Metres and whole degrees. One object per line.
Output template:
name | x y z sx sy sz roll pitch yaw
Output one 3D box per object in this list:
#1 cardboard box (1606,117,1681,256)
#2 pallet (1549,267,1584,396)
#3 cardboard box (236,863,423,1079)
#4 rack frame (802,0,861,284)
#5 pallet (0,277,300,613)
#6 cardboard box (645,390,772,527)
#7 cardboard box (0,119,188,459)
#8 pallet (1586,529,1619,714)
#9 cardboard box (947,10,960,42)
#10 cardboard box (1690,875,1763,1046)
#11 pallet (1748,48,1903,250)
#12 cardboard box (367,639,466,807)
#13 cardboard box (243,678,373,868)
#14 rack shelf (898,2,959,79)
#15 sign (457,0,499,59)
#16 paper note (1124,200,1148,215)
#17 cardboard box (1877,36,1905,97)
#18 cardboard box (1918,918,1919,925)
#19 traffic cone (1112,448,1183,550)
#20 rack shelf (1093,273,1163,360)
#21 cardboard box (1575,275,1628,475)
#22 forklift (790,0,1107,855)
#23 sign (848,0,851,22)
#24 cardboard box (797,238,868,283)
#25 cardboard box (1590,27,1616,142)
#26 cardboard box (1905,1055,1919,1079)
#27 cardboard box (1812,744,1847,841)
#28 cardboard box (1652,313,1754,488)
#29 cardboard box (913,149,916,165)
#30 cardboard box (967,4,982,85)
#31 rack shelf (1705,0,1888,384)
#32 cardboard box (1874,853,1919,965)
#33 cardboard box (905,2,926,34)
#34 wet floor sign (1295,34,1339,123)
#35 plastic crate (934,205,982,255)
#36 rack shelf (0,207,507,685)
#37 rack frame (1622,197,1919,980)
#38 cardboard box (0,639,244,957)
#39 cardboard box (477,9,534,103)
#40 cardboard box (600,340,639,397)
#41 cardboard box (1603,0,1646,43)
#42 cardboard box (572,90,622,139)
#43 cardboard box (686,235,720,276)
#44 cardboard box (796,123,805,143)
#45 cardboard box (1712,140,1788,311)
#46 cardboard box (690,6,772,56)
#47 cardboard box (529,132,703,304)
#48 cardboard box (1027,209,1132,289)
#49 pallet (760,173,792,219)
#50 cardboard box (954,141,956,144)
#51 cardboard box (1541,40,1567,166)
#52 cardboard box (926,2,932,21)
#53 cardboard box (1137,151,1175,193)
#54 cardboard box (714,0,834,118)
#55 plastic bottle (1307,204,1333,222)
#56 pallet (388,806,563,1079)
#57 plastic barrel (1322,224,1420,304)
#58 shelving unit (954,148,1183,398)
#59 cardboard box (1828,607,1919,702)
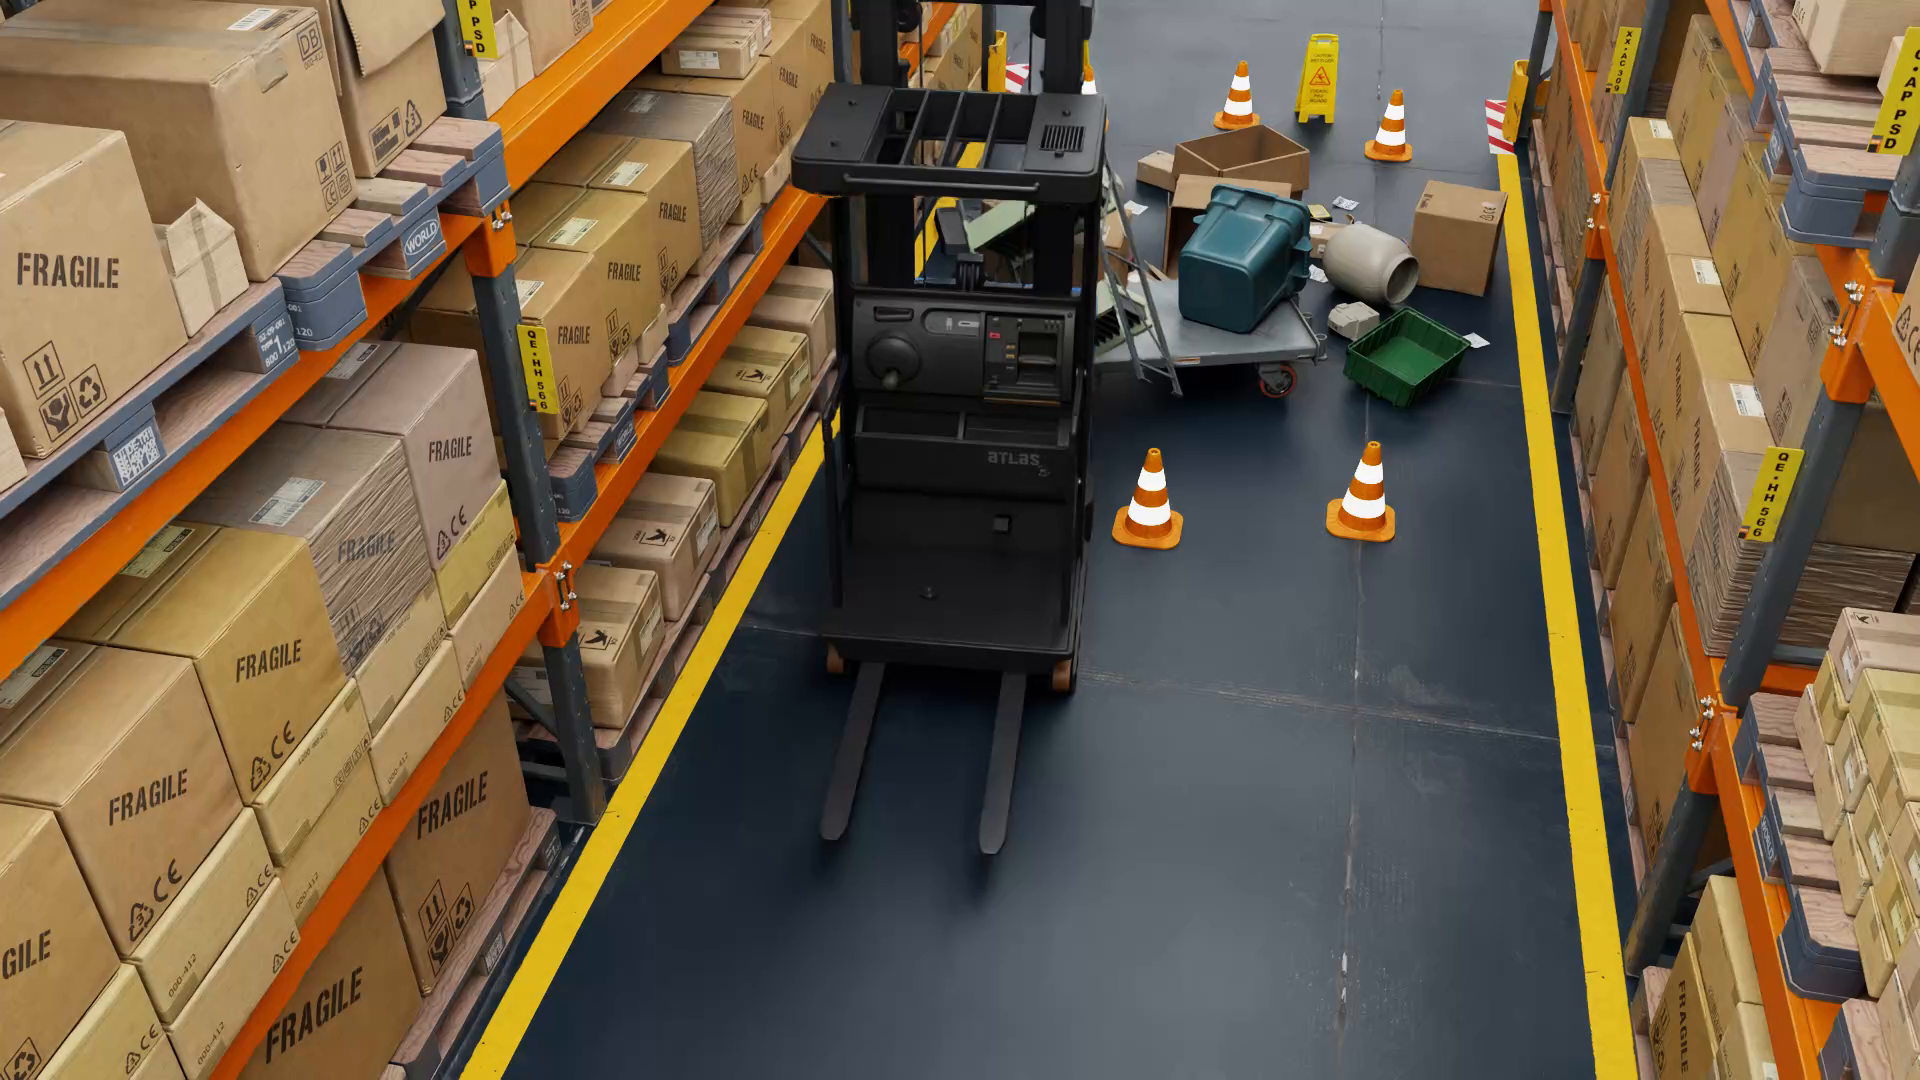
cardboard box | 3.404 -1.661 7.901 0.500 0.500 0.500 8 37 10
pallet | 4.018 -1.185 9.706 1.003 0.211 1.213 7 37 10
cardboard box | -2.355 1.429 5.175 0.875 0.875 0.875 8 37 11
rack frame | -1.078 -2.451 9.076 1.000 3.000 0.127 7 37 10
pallet | -2.254 -0.278 3.683 1.003 0.211 1.213 9 37 12
cardboard box | -1.484 -0.444 8.189 0.950 0.372 0.625 8 37 12
cardboard box | -2.025 -0.536 3.434 0.500 0.500 0.500 8 37 10
pallet | 3.430 0.394 7.526 1.003 0.211 1.213 7 37 10
cardboard box | -0.209 -3.513 11.334 0.380 0.149 0.250 8 37 11
cardboard box | 2.541 1.308 5.022 0.500 0.250 0.500 6 36 8
pallet | 3.011 -1.109 4.829 1.213 0.211 1.003 9 37 12
cardboard box | -1.880 0.520 5.104 0.500 0.250 0.500 8 37 11
cardboard box | -1.983 0.601 4.567 0.500 0.250 0.500 6 36 9
rack shelf | -0.651 -3.306 10.869 1.077 0.370 4.000 7 37 10
sign | -1.392 -1.539 4.754 0.100 0.325 0.005 7 37 10
paper note | 1.191 -2.278 11.376 0.148 0.019 0.142 20 41 26
cardboard box | 2.838 -1.297 4.683 0.380 0.166 0.250 7 37 10
cardboard box | 2.413 0.938 3.749 0.380 0.149 0.250 9 37 12
traffic cone | 0.940 -0.246 8.195 0.336 0.463 0.334 7 37 10
rack shelf | 0.618 -0.994 8.553 0.431 0.720 0.370 14 56 -51
cardboard box | 3.735 -0.780 8.330 1.050 0.750 0.750 7 37 10
forklift | -0.011 -0.733 6.763 1.130 2.935 3.031 4 36 6
sign | -0.535 -2.852 8.643 0.100 0.325 0.005 7 37 10
cardboard box | -0.688 -1.812 10.179 0.500 0.250 0.500 6 36 8
cardboard box | 3.942 -2.480 8.988 0.875 0.550 0.550 7 37 10
cardboard box | 2.351 1.328 3.718 0.380 0.149 0.250 8 37 11
cardboard box | 2.575 0.722 4.555 0.380 0.149 0.250 9 37 12
cardboard box | 2.974 -0.500 6.299 0.500 0.500 0.500 7 36 9
cardboard box | -0.585 -2.424 10.385 0.500 0.500 0.500 9 37 12
cardboard box | -0.140 -3.612 12.024 0.500 0.500 0.500 8 37 10
rack shelf | 3.352 -1.665 6.048 1.077 0.370 4.000 7 37 10
cardboard box | 2.463 0.922 4.025 0.380 0.149 0.250 7 37 10
cardboard box | -0.507 -3.406 10.055 0.500 0.500 0.500 7 37 10
wet floor sign | 2.706 -3.493 12.520 0.267 0.644 0.232 1 36 2
plastic crate | 0.059 -2.066 11.032 0.402 0.080 0.583 -5 36 -6
rack shelf | -2.359 0.066 3.660 1.077 0.370 4.000 7 37 10
rack frame | 2.925 0.405 5.135 1.000 3.000 0.127 7 37 10
cardboard box | -2.116 0.594 3.937 0.500 0.500 0.500 7 36 9
cardboard box | -1.644 -1.623 5.492 0.396 0.266 0.258 7 37 10
cardboard box | -1.484 -0.698 6.513 0.380 0.149 0.250 5 36 7
cardboard box | 3.896 -2.923 8.680 0.875 0.550 0.550 7 37 10
cardboard box | -1.783 -1.684 7.321 0.500 0.500 0.500 6 36 8
cardboard box | -1.289 -1.310 7.357 0.380 0.149 0.250 8 37 11
cardboard box | -0.992 -2.041 8.366 0.380 0.149 0.250 6 36 9
cardboard box | 3.354 -1.174 6.377 0.700 0.500 0.500 7 37 10
cardboard box | -1.090 -2.355 7.694 0.380 0.149 0.250 6 36 9
cardboard box | -1.399 -1.323 6.822 0.500 0.500 0.500 8 37 11
cardboard box | 0.668 -1.539 9.303 0.500 0.500 0.500 7 37 10
pallet | -1.383 -1.953 8.552 1.003 0.211 1.213 7 37 10
cardboard box | -0.252 -3.008 11.829 0.500 0.250 0.500 7 37 10
cardboard box | 4.554 -3.094 11.416 0.875 0.875 0.875 8 37 10
cardboard box | -0.388 -3.370 10.557 0.380 0.149 0.250 7 37 10
cardboard box | 1.470 -2.586 11.691 0.380 0.149 0.250 28 44 33
cardboard box | -0.952 -2.488 8.431 0.500 0.500 0.500 7 36 9
plastic bottle | 2.424 -2.174 11.197 0.133 0.061 0.283 -5 36 -6
pallet | -2.174 1.414 6.119 1.003 0.211 1.213 7 37 10
plastic barrel | 2.523 -1.688 10.218 0.421 0.421 0.512 -24 42 -30
shelving unit | 0.545 -1.291 8.666 0.431 0.755 1.500 14 56 -51
cardboard box | 2.636 0.339 4.576 0.380 0.149 0.250 7 37 10
